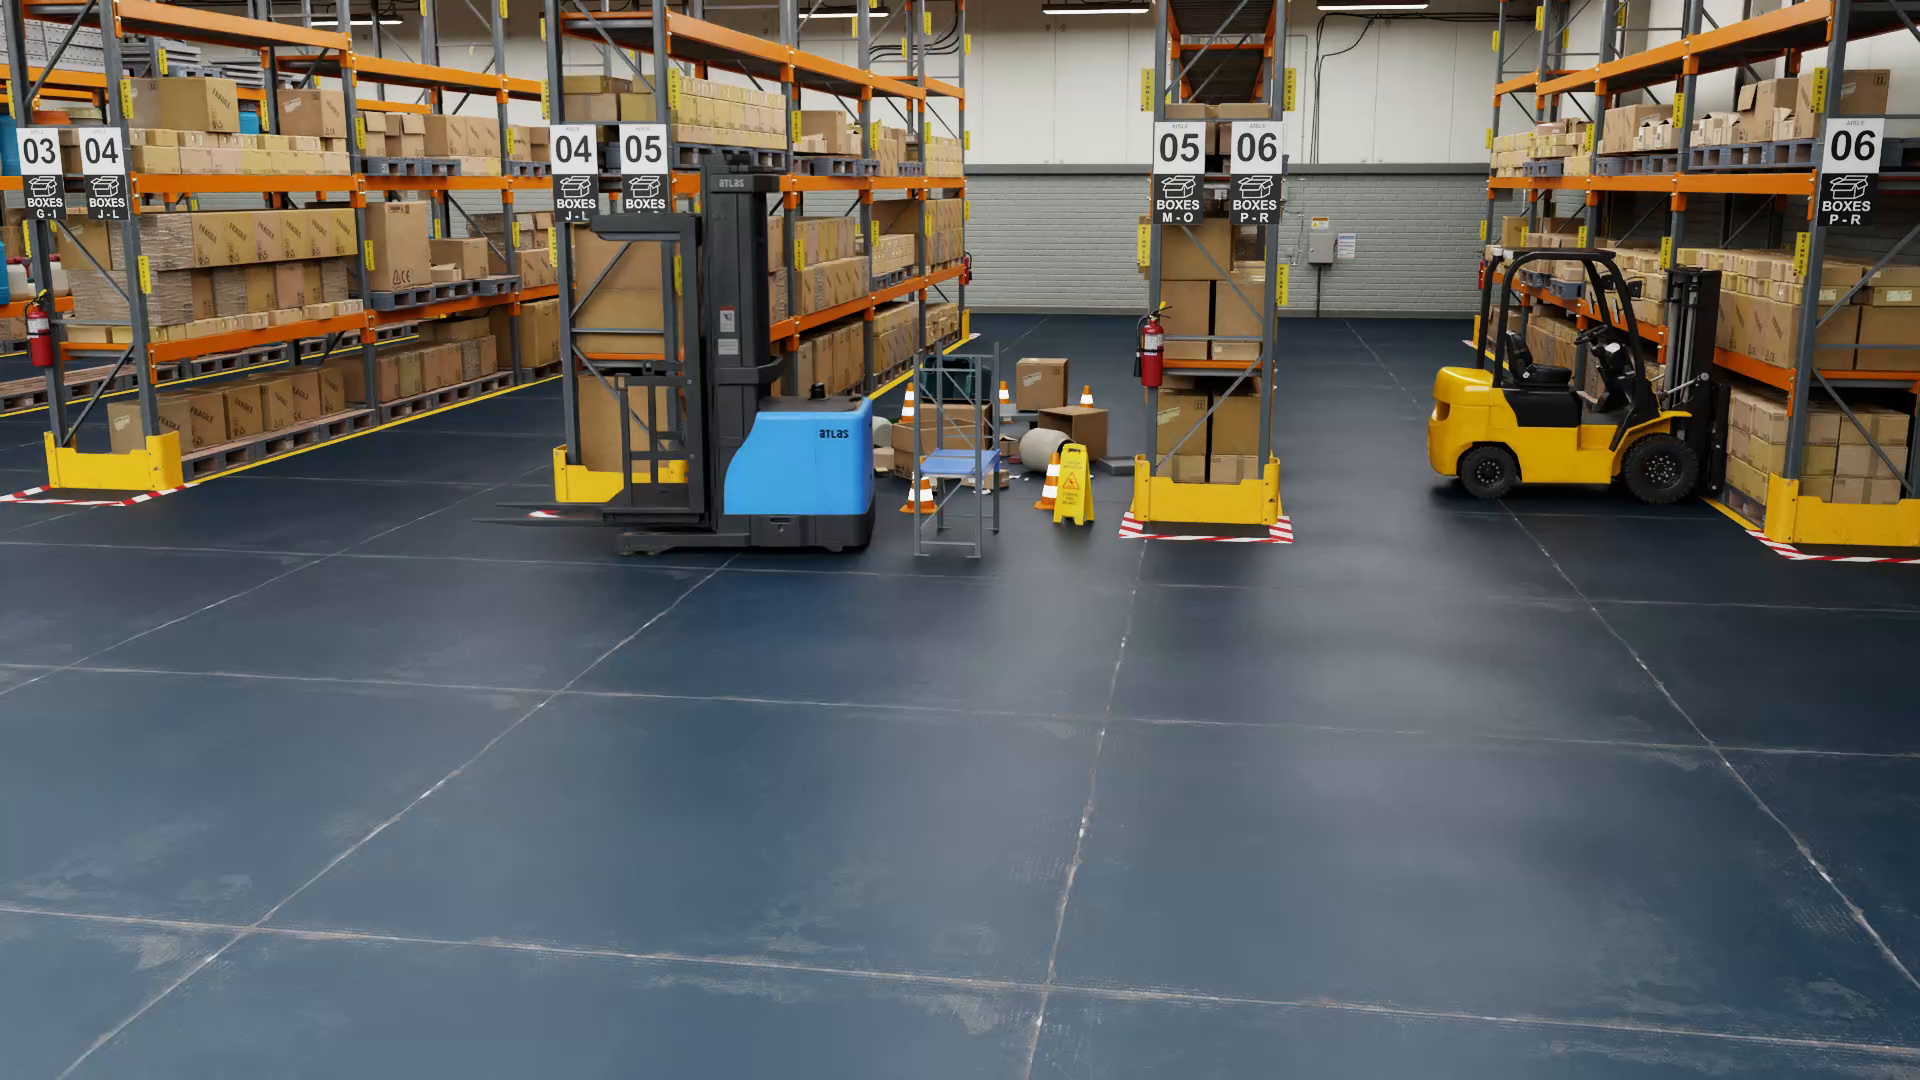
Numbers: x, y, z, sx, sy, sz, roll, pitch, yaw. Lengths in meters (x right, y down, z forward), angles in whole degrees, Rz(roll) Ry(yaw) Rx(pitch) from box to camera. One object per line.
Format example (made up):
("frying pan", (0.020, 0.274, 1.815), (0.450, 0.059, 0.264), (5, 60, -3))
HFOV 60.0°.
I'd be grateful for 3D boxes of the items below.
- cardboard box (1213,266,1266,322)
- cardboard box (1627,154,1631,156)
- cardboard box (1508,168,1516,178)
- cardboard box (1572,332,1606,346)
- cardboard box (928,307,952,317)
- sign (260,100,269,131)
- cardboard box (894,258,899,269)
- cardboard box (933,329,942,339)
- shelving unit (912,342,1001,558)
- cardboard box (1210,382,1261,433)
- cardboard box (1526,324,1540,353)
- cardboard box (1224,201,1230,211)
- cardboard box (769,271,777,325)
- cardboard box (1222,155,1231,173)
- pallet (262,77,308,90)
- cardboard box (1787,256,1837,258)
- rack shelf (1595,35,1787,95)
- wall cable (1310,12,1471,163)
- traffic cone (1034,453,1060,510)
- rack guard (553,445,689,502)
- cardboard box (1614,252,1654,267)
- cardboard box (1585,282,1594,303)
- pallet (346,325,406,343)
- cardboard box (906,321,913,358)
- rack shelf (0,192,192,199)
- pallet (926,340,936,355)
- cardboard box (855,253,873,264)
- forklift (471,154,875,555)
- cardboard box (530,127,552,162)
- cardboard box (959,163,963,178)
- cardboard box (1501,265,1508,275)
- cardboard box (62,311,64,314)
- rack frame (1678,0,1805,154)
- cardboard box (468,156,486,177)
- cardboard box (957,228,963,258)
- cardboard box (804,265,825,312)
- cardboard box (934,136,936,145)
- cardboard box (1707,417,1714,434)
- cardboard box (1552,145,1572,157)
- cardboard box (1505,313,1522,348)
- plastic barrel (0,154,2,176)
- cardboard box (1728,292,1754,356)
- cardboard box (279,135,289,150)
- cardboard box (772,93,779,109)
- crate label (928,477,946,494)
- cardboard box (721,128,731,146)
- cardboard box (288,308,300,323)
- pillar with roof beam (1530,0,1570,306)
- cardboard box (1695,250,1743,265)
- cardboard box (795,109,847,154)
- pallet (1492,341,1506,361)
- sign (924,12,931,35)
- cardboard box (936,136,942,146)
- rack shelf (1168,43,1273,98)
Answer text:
("cardboard box", (2.670, -2.338, 15.777), (0.500, 0.500, 0.500), (2, 12, 10))
("cardboard box", (8.508, -4.840, 20.621), (0.380, 0.149, 0.250), (2, 12, 8))
("cardboard box", (8.746, -5.714, 25.864), (0.380, 0.149, 0.250), (2, 12, 10))
("cardboard box", (7.986, -2.544, 21.073), (0.380, 0.149, 0.250), (1, 12, 6))
("cardboard box", (-0.351, -3.863, 28.156), (0.380, 0.149, 0.250), (2, 12, 11))
("sign", (-7.701, -4.709, 18.444), (0.100, 0.325, 0.005), (2, 12, 9))
("cardboard box", (-1.099, -3.986, 23.970), (0.380, 0.149, 0.250), (2, 12, 11))
("cardboard box", (-0.504, -3.413, 27.479), (0.380, 0.149, 0.250), (2, 12, 7))
("shelving unit", (-0.013, -0.715, 12.753), (0.538, 1.500, 1.048), (2, 12, 9))
("cardboard box", (2.501, -1.128, 14.855), (0.500, 0.500, 0.500), (1, 12, 7))
("cardboard box", (8.479, -2.855, 24.056), (0.500, 0.500, 0.500), (2, 12, 11))
("cardboard box", (4.175, -5.037, 25.095), (0.380, 0.149, 0.250), (2, 12, 8))
("cardboard box", (-2.374, -2.480, 17.024), (0.875, 0.550, 0.550), (2, 12, 9))
("cardboard box", (2.348, -3.086, 13.671), (0.380, 0.149, 0.250), (1, 12, 7))
("pallet", (-10.913, -7.078, 25.874), (1.003, 0.211, 1.213), (2, 12, 9))
("cardboard box", (7.496, -2.417, 14.607), (0.380, 0.149, 0.250), (2, 12, 10))
("rack shelf", (7.853, -5.101, 17.961), (1.077, 0.370, 4.000), (2, 12, 9))
("wall cable", (8.571, -8.979, 33.207), (2.988, 3.039, 0.133), (2, 12, 9))
("traffic cone", (0.816, -0.518, 14.299), (0.336, 0.463, 0.334), (2, 12, 9))
("rack guard", (-2.886, -0.539, 14.309), (1.175, 0.500, 0.348), (2, 12, 9))
("cardboard box", (7.632, -3.172, 18.816), (0.380, 0.149, 0.250), (2, 12, 10))
("cardboard box", (7.850, -2.974, 20.031), (0.500, 0.250, 0.500), (2, 12, 9))
("pallet", (-10.556, -3.652, 29.440), (1.003, 0.211, 1.213), (2, 12, 9))
("cardboard box", (-0.981, -2.979, 24.631), (0.500, 0.500, 0.500), (2, 12, 7))
("rack shelf", (-15.402, -6.299, 29.688), (1.077, 0.370, 4.000), (2, 12, 9))
("pallet", (-0.968, -3.042, 26.608), (1.003, 0.211, 1.213), (2, 12, 9))
("cardboard box", (-1.379, -3.754, 22.184), (0.380, 0.149, 0.250), (2, 12, 11))
("forklift", (-2.202, -1.431, 12.677), (3.031, 2.935, 1.130), (0, 12, 1))
("cardboard box", (-6.244, -5.761, 24.245), (0.797, 0.503, 0.637), (2, 12, 8))
("cardboard box", (-0.230, -6.387, 28.744), (0.500, 0.250, 0.500), (2, 12, 7))
("cardboard box", (8.801, -4.293, 26.390), (0.380, 0.149, 0.250), (2, 12, 10))
("cardboard box", (-15.902, -3.889, 28.806), (0.500, 0.500, 0.500), (2, 12, 9))
("rack frame", (7.545, -5.232, 15.911), (1.000, 3.000, 0.127), (2, 12, 9))
("cardboard box", (-6.431, -4.796, 21.362), (0.500, 0.250, 0.500), (2, 12, 8))
("cardboard box", (-0.236, -5.189, 29.009), (0.500, 0.500, 0.500), (2, 12, 10))
("cardboard box", (-1.843, -2.854, 18.877), (0.500, 0.500, 0.500), (2, 12, 9))
("cardboard box", (-0.590, -6.366, 26.516), (0.380, 0.149, 0.250), (1, 12, 7))
("cardboard box", (6.923, -1.000, 14.857), (0.500, 0.250, 0.500), (2, 12, 8))
("cardboard box", (8.125, -5.192, 22.209), (0.380, 0.149, 0.250), (2, 12, 10))
("cardboard box", (8.873, -3.264, 25.954), (0.700, 0.500, 0.500), (1, 12, 7))
("plastic barrel", (-12.082, -4.902, 20.307), (0.600, 0.901, 0.600), (0, 12, 0))
("cardboard box", (6.913, -1.841, 14.179), (0.500, 0.500, 0.500), (2, 12, 8))
("cardboard box", (-7.131, -4.074, 17.068), (0.380, 0.149, 0.250), (2, 12, 11))
("cardboard box", (-2.047, -4.447, 16.859), (0.380, 0.149, 0.250), (2, 12, 8))
("crate label", (-0.273, -0.490, 14.940), (0.250, 0.136, 0.298), (-5, 13, -21))
("cardboard box", (-2.318, -3.688, 15.227), (0.380, 0.149, 0.250), (2, 12, 8))
("cardboard box", (-7.136, -2.345, 17.351), (0.380, 0.149, 0.250), (2, 12, 9))
("pillar with roof beam", (6.442, -8.402, 30.619), (9.100, 9.000, 0.548), (2, 12, 9))
("cardboard box", (7.269, -2.696, 15.901), (0.380, 0.149, 0.250), (2, 12, 10))
("cardboard box", (-1.642, -4.830, 19.694), (0.500, 0.500, 0.500), (2, 12, 9))
("pallet", (9.067, -2.999, 26.410), (1.003, 0.211, 1.213), (2, 12, 9))
("sign", (-0.487, -7.714, 24.835), (0.100, 0.325, 0.005), (2, 12, 9))
("cardboard box", (-0.503, -6.421, 26.772), (0.380, 0.149, 0.250), (3, 12, 11))
("rack shelf", (2.947, -5.261, 18.704), (1.077, 0.370, 4.000), (2, 12, 9))
